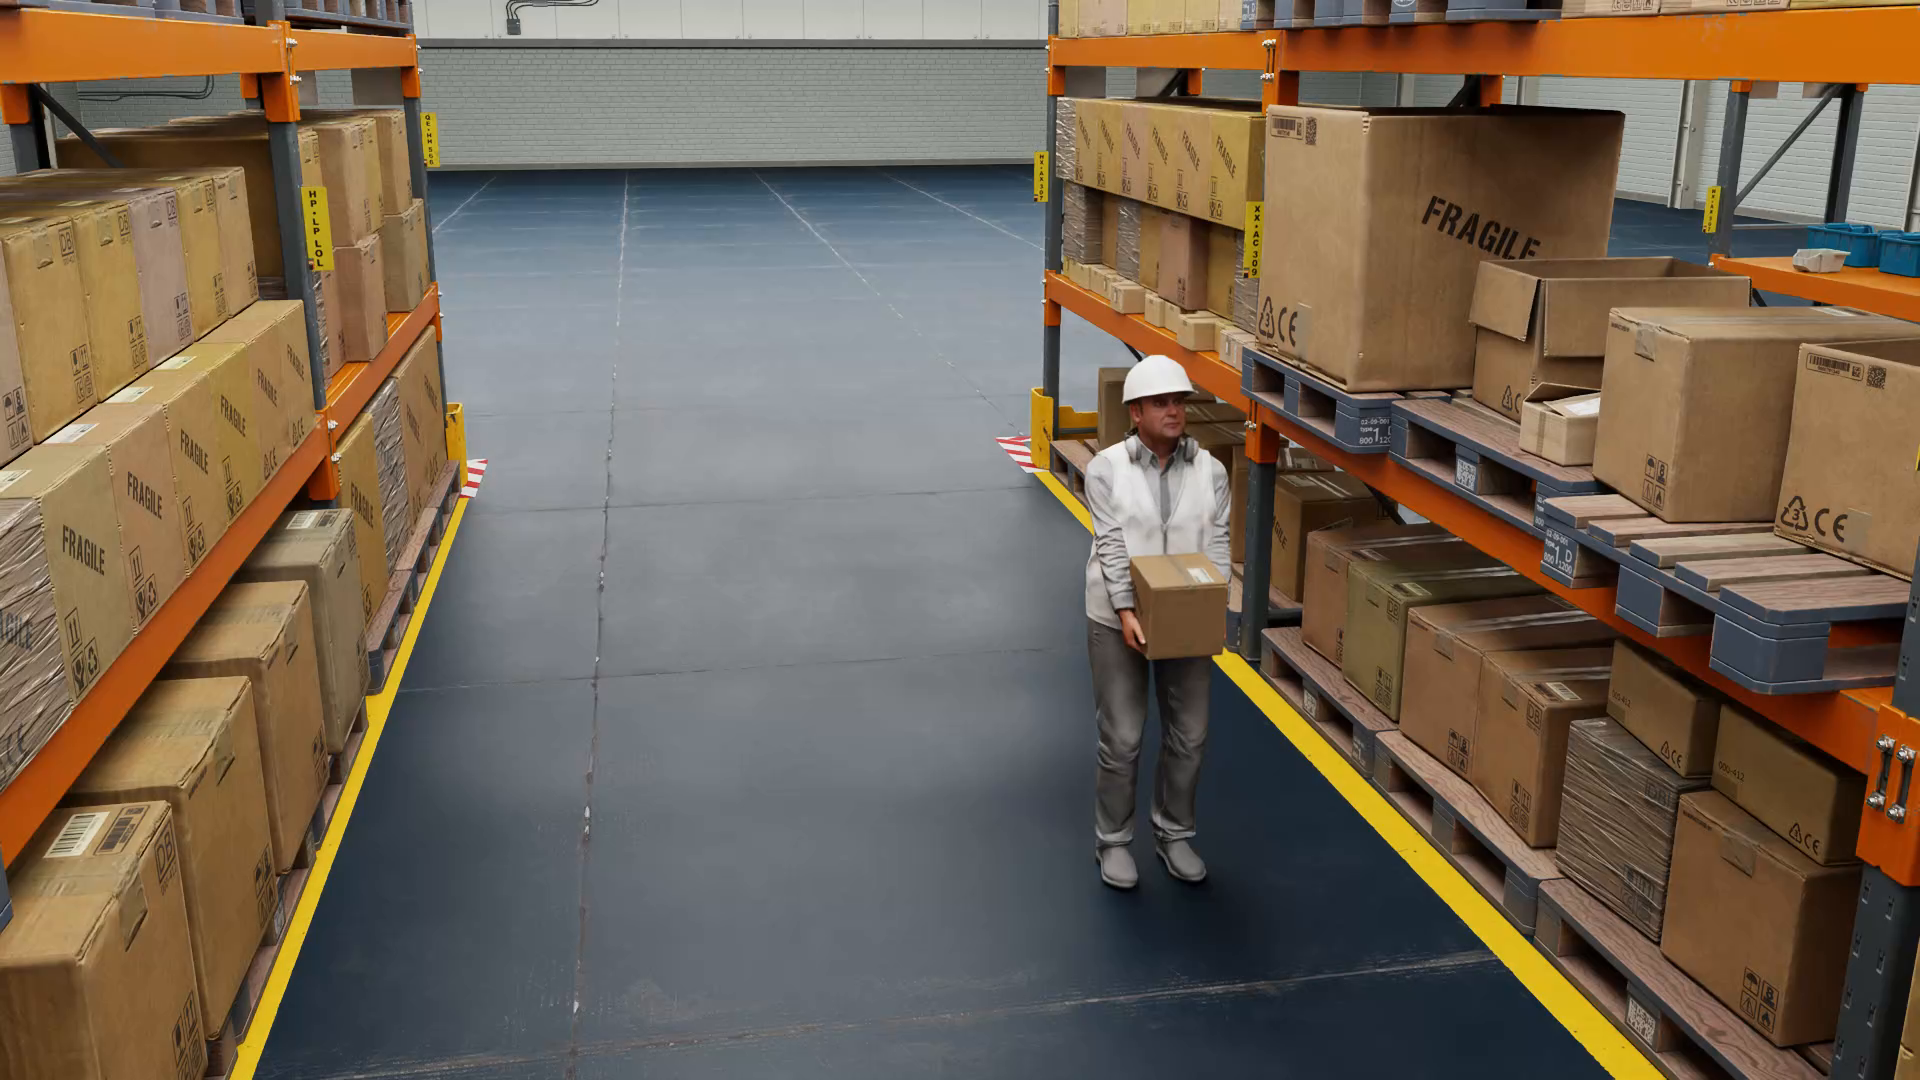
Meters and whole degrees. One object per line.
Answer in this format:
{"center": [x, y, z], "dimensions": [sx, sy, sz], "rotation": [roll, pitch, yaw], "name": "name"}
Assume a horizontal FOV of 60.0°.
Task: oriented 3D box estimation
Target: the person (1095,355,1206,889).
{"center": [3.921, -1.898, 5.786], "dimensions": [7.118, 5.808, 11.419], "rotation": [-3, 16, -10], "name": "person"}
